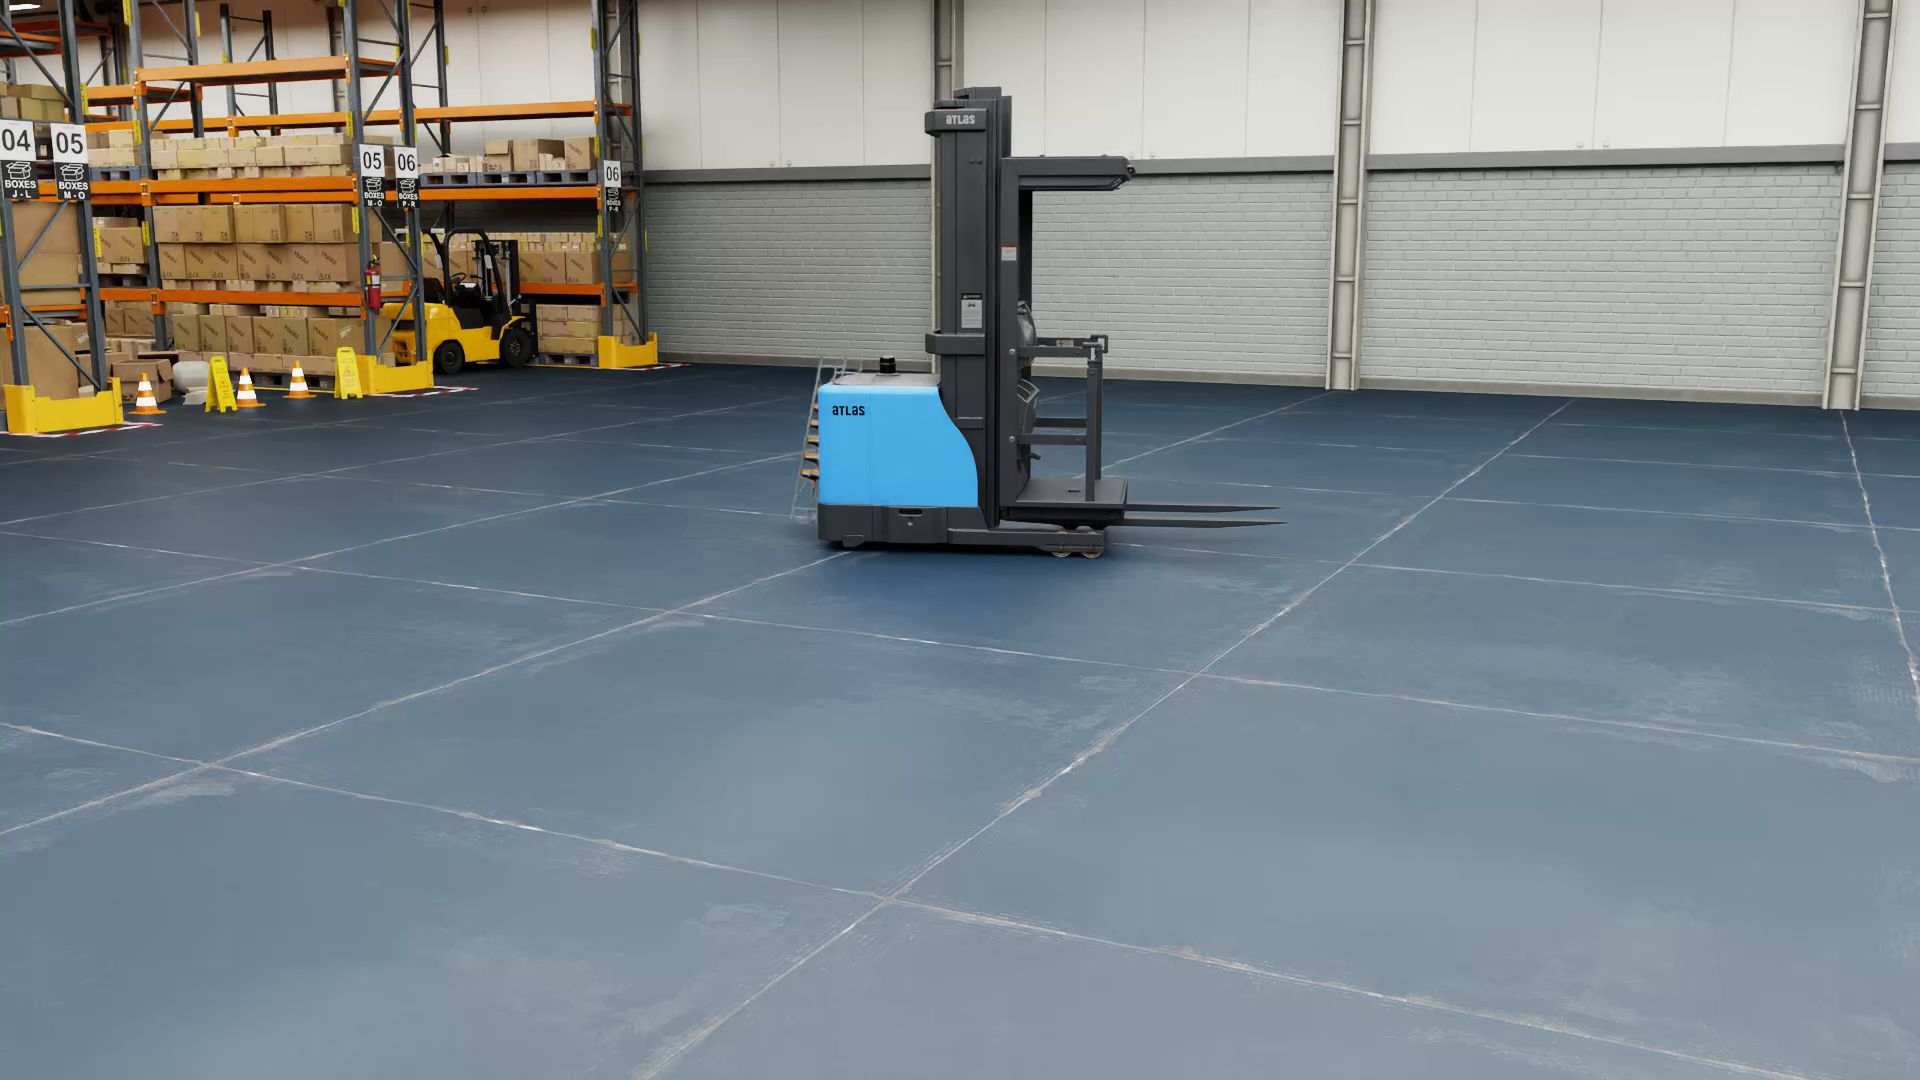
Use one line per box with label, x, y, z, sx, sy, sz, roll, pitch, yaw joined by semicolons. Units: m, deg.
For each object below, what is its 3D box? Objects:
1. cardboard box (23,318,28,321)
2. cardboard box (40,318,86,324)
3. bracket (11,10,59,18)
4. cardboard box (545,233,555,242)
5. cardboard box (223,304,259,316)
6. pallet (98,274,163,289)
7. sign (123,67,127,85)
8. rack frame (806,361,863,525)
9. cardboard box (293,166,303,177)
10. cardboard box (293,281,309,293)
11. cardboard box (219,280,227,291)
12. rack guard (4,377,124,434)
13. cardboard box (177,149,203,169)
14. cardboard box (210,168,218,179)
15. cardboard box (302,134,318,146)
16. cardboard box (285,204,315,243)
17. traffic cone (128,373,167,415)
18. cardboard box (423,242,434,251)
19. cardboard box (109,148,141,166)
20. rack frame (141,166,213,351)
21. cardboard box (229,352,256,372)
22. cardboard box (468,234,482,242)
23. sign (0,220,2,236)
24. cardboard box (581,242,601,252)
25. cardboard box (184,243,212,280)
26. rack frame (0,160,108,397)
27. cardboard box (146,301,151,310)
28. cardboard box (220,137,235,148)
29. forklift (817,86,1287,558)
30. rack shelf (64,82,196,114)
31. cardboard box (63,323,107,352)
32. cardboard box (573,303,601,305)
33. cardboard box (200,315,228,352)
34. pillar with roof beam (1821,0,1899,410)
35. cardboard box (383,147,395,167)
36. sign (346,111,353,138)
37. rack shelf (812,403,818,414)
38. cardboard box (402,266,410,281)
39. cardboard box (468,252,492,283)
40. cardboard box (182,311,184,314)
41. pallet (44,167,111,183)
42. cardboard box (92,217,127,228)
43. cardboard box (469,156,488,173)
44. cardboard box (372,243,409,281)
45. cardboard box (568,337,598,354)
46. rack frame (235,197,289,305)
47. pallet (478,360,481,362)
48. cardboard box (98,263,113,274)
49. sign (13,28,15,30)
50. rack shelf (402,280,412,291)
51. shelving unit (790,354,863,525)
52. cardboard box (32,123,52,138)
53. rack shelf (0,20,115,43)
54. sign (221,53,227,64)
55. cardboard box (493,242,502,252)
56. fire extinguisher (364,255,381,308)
cardboard box;-15.291;-3.345;26.077;0.875;0.875;0.875;5;11;25
cardboard box;-17.503;-4.298;32.392;0.500;0.500;0.700;5;11;24
bracket;-19.168;-10.326;32.907;4.783;0.066;0.076;5;11;26
cardboard box;-6.428;-4.850;26.670;0.250;0.149;0.380;5;11;26
cardboard box;-9.922;-3.173;22.953;0.250;0.149;0.380;6;12;29
pallet;-11.743;-3.790;24.287;1.213;0.211;1.003;5;11;26
sign;-15.862;-8.803;31.535;0.005;0.325;0.100;5;11;26
rack frame;-0.895;-0.692;11.850;0.240;1.200;0.006;6;-8;34
cardboard box;-8.637;-4.893;22.126;0.250;0.149;0.380;5;11;26
cardboard box;-8.705;-3.399;22.292;0.250;0.149;0.380;5;12;27
cardboard box;-10.020;-3.533;23.031;0.250;0.149;0.380;5;11;26
rack guard;-9.612;-1.455;17.868;0.348;0.500;1.175;5;11;26
cardboard box;-10.381;-5.232;22.879;0.500;0.250;0.500;5;11;25
cardboard box;-10.028;-5.009;22.768;0.250;0.149;0.380;5;11;24
cardboard box;-8.420;-5.254;21.880;0.250;0.149;0.380;5;11;25
cardboard box;-8.540;-4.220;22.200;0.500;0.500;0.700;5;11;26
traffic cone;-9.482;-1.708;19.366;0.334;0.463;0.336;5;11;26
cardboard box;-8.759;-4.895;27.753;0.250;0.149;0.380;5;11;25
cardboard box;-11.709;-5.433;23.644;0.500;0.250;0.500;5;11;25
rack frame;-11.122;-3.801;23.809;0.127;3.000;1.000;5;11;26
cardboard box;-9.751;-2.483;23.070;0.500;0.250;0.500;5;11;25
cardboard box;-7.837;-4.959;27.268;0.250;0.149;0.380;5;11;25
sign;-9.887;-3.288;17.058;0.005;0.325;0.100;5;11;26
cardboard box;-5.776;-4.630;26.286;0.250;0.149;0.380;5;11;27
cardboard box;-10.390;-3.881;23.138;0.500;0.500;0.500;5;11;26
rack frame;-9.634;-2.687;17.655;0.127;3.000;1.000;5;11;26
cardboard box;-14.922;-4.376;31.007;0.250;0.149;0.380;5;11;26
cardboard box;-9.791;-5.375;22.549;0.250;0.149;0.380;5;11;25
forklift;0.625;-1.428;10.892;3.031;2.935;1.130;1;10;7
rack shelf;-12.915;-6.360;24.245;4.000;0.370;1.077;5;11;26
cardboard box;-11.882;-2.657;22.380;0.500;0.500;0.500;5;11;26
cardboard box;-6.138;-3.731;27.158;0.500;0.250;0.500;5;11;26
cardboard box;-10.227;-2.894;23.232;0.500;0.500;0.500;6;12;28
pillar with roof beam;8.670;-5.324;15.377;0.400;9.000;9.100;5;11;26
cardboard box;-7.867;-5.117;22.241;0.500;0.250;0.500;5;11;25
sign;-7.798;-5.310;21.240;0.005;0.325;0.100;5;11;26
rack shelf;-0.910;-0.901;11.797;0.258;0.103;0.180;6;-8;34
cardboard box;-9.496;-4.518;28.193;0.500;0.250;0.500;5;12;27
cardboard box;-7.717;-4.488;27.327;0.500;0.500;0.500;5;11;25
cardboard box;-13.905;-3.967;30.565;0.500;0.500;0.500;6;12;28
pallet;-12.559;-5.331;24.370;1.003;0.211;1.213;5;11;26
cardboard box;-12.259;-4.575;23.969;0.250;0.149;0.380;5;11;24
cardboard box;-7.732;-6.094;26.975;0.258;0.266;0.396;5;11;24
cardboard box;-7.836;-3.763;22.483;0.500;0.500;0.500;5;11;25
cardboard box;-5.903;-3.119;26.583;0.500;0.250;0.500;5;11;26
rack frame;-12.516;-4.909;29.933;0.127;3.000;1.000;5;11;26
pallet;-8.234;-3.153;28.056;1.213;0.211;1.003;5;11;26
cardboard box;-12.181;-3.919;23.986;0.250;0.149;0.380;5;11;25
sign;-14.477;-7.654;25.409;0.005;0.325;0.100;5;11;26
rack shelf;-10.722;-4.398;29.126;4.000;0.370;1.077;5;11;26
shelving unit;-0.944;-0.709;11.775;0.258;1.200;0.189;6;-8;34
cardboard box;-9.800;-4.374;17.797;0.250;0.149;0.380;5;11;26
rack shelf;-17.896;-9.615;31.779;4.000;0.370;1.077;5;11;26
sign;-12.747;-8.272;28.825;0.005;0.325;0.100;5;11;26
cardboard box;-7.381;-4.770;27.063;0.250;0.149;0.380;5;11;25
fire extinguisher;-7.636;-3.365;21.618;0.183;0.674;0.296;5;11;26
